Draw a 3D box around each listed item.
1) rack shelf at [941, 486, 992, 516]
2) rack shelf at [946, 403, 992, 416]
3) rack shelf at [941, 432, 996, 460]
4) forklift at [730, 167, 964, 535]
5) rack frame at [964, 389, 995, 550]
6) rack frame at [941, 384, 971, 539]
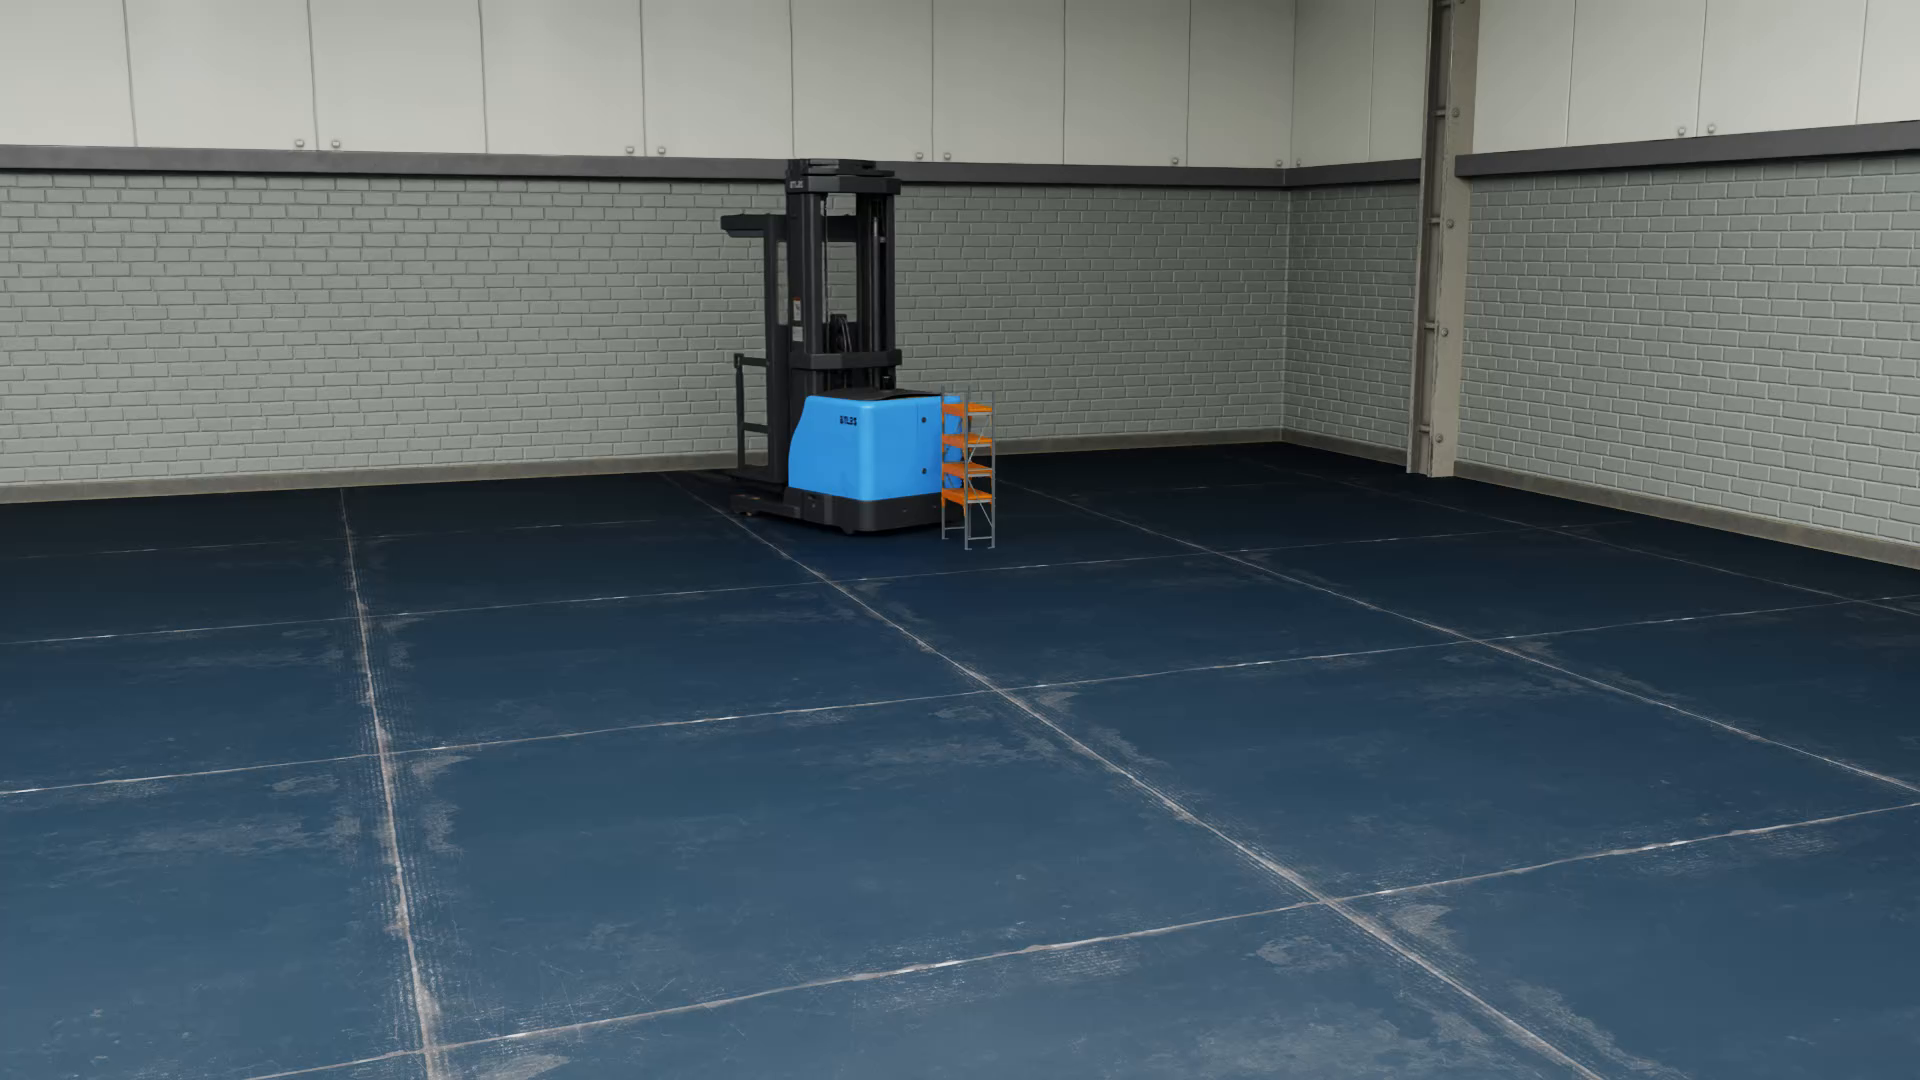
[{"bbox_3d":[0.060,-0.302,12.710,0.258,0.148,0.480,-4,11,-21],"label":"rack shelf"},{"bbox_3d":[0.060,-0.989,12.588,0.221,0.050,0.457,-4,11,-21],"label":"rack shelf"},{"bbox_3d":[0.060,-0.718,12.636,0.258,0.148,0.480,-4,11,-21],"label":"rack shelf"},{"bbox_3d":[-0.952,-1.586,13.649,1.129,2.867,1.939,-8,13,-40],"label":"forklift"},{"bbox_3d":[0.148,-0.524,12.439,0.240,1.200,0.015,-4,11,-21],"label":"rack frame"},{"bbox_3d":[-0.028,-0.604,12.887,0.240,1.200,0.015,-4,11,-21],"label":"rack frame"}]
